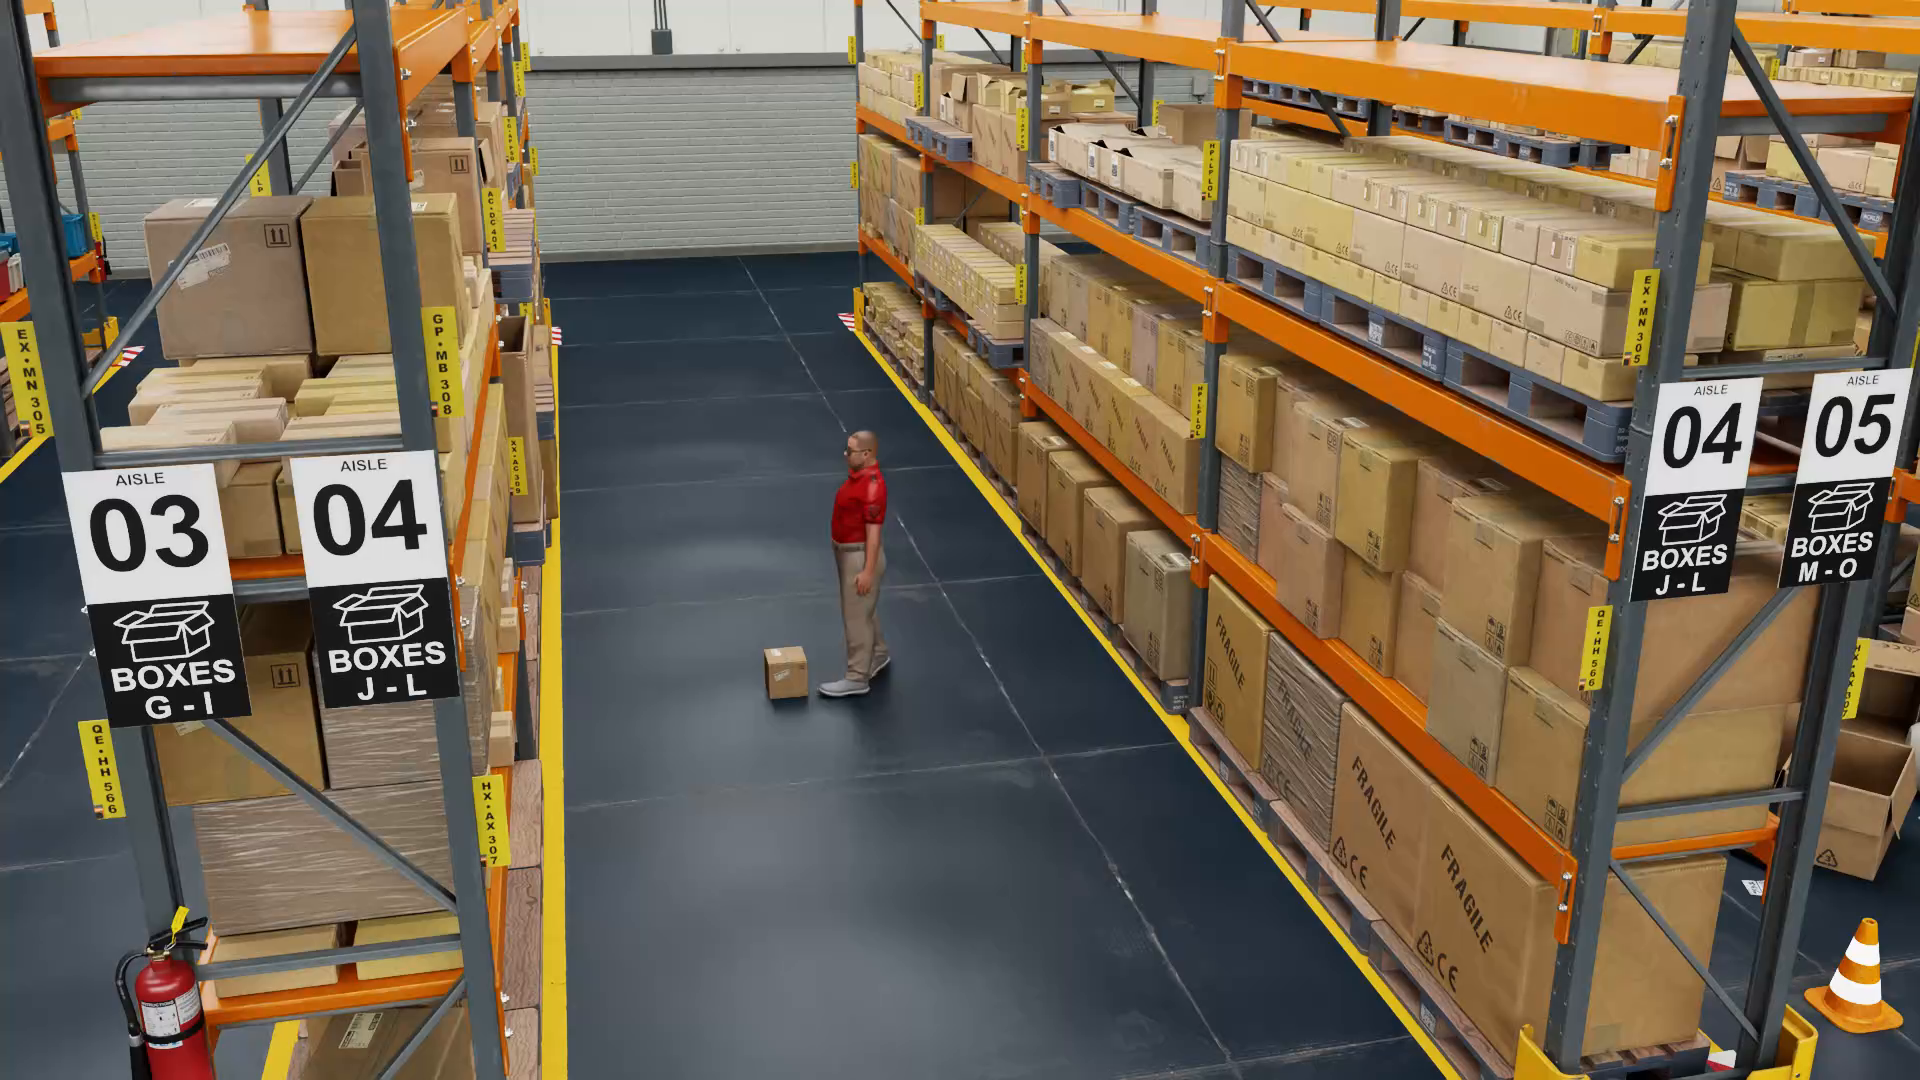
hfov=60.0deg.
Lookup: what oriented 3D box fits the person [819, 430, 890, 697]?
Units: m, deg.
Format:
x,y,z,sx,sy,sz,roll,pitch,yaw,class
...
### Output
x,y,z,sx,sy,sz,roll,pitch,yaw,class
-0.684,0.149,10.710,0.527,1.756,0.547,-4,20,-11,person
